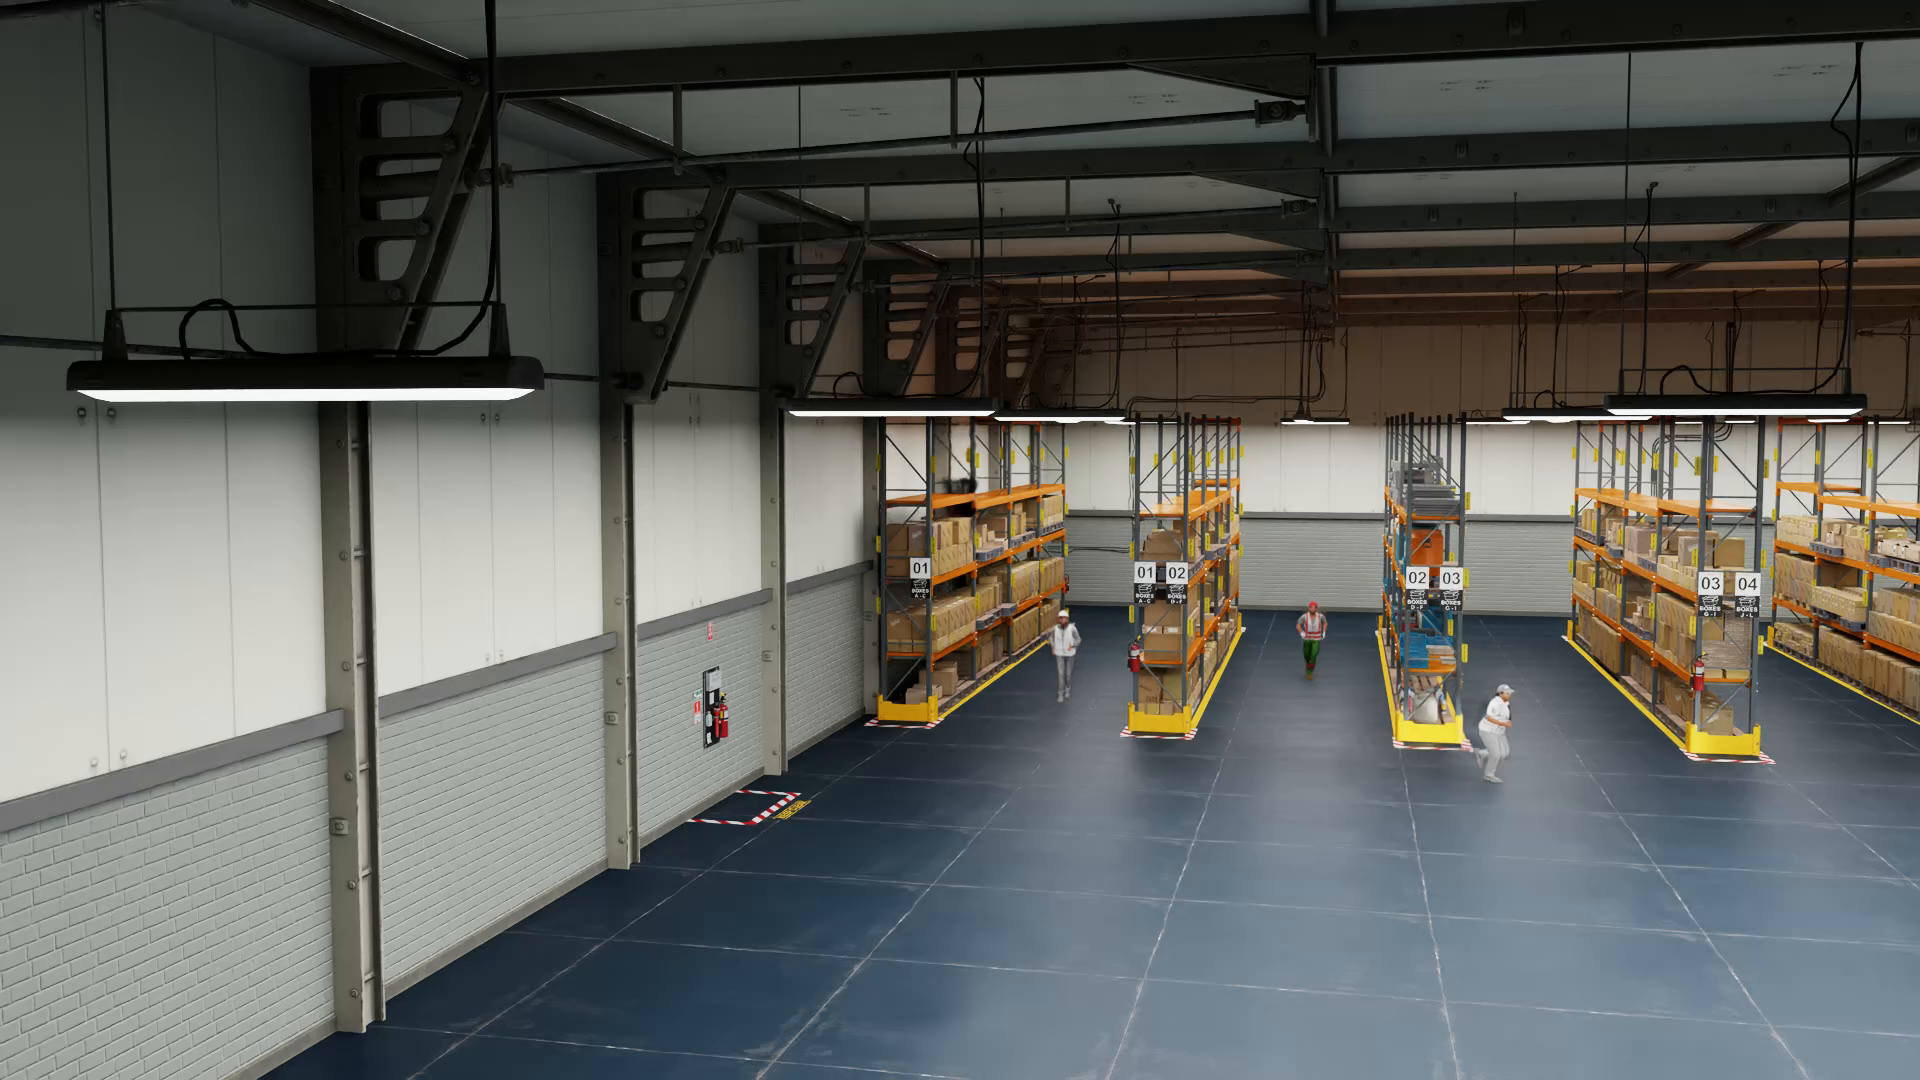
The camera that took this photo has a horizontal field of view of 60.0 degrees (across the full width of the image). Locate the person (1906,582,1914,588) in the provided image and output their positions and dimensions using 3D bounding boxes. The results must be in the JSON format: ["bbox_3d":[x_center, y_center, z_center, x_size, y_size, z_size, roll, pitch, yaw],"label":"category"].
[{"bbox_3d":[25.092,1.896,43.847,0.644,1.745,0.665,0,4,5],"label":"person"}]

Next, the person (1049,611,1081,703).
[{"bbox_3d":[2.092,2.305,33.206,0.652,1.807,0.777,1,4,8],"label":"person"}]

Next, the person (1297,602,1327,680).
[{"bbox_3d":[8.052,2.279,38.056,0.683,1.767,0.876,1,4,9],"label":"person"}]

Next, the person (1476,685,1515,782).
[{"bbox_3d":[8.649,3.116,26.910,0.586,1.603,0.690,-3,5,-41],"label":"person"}]
